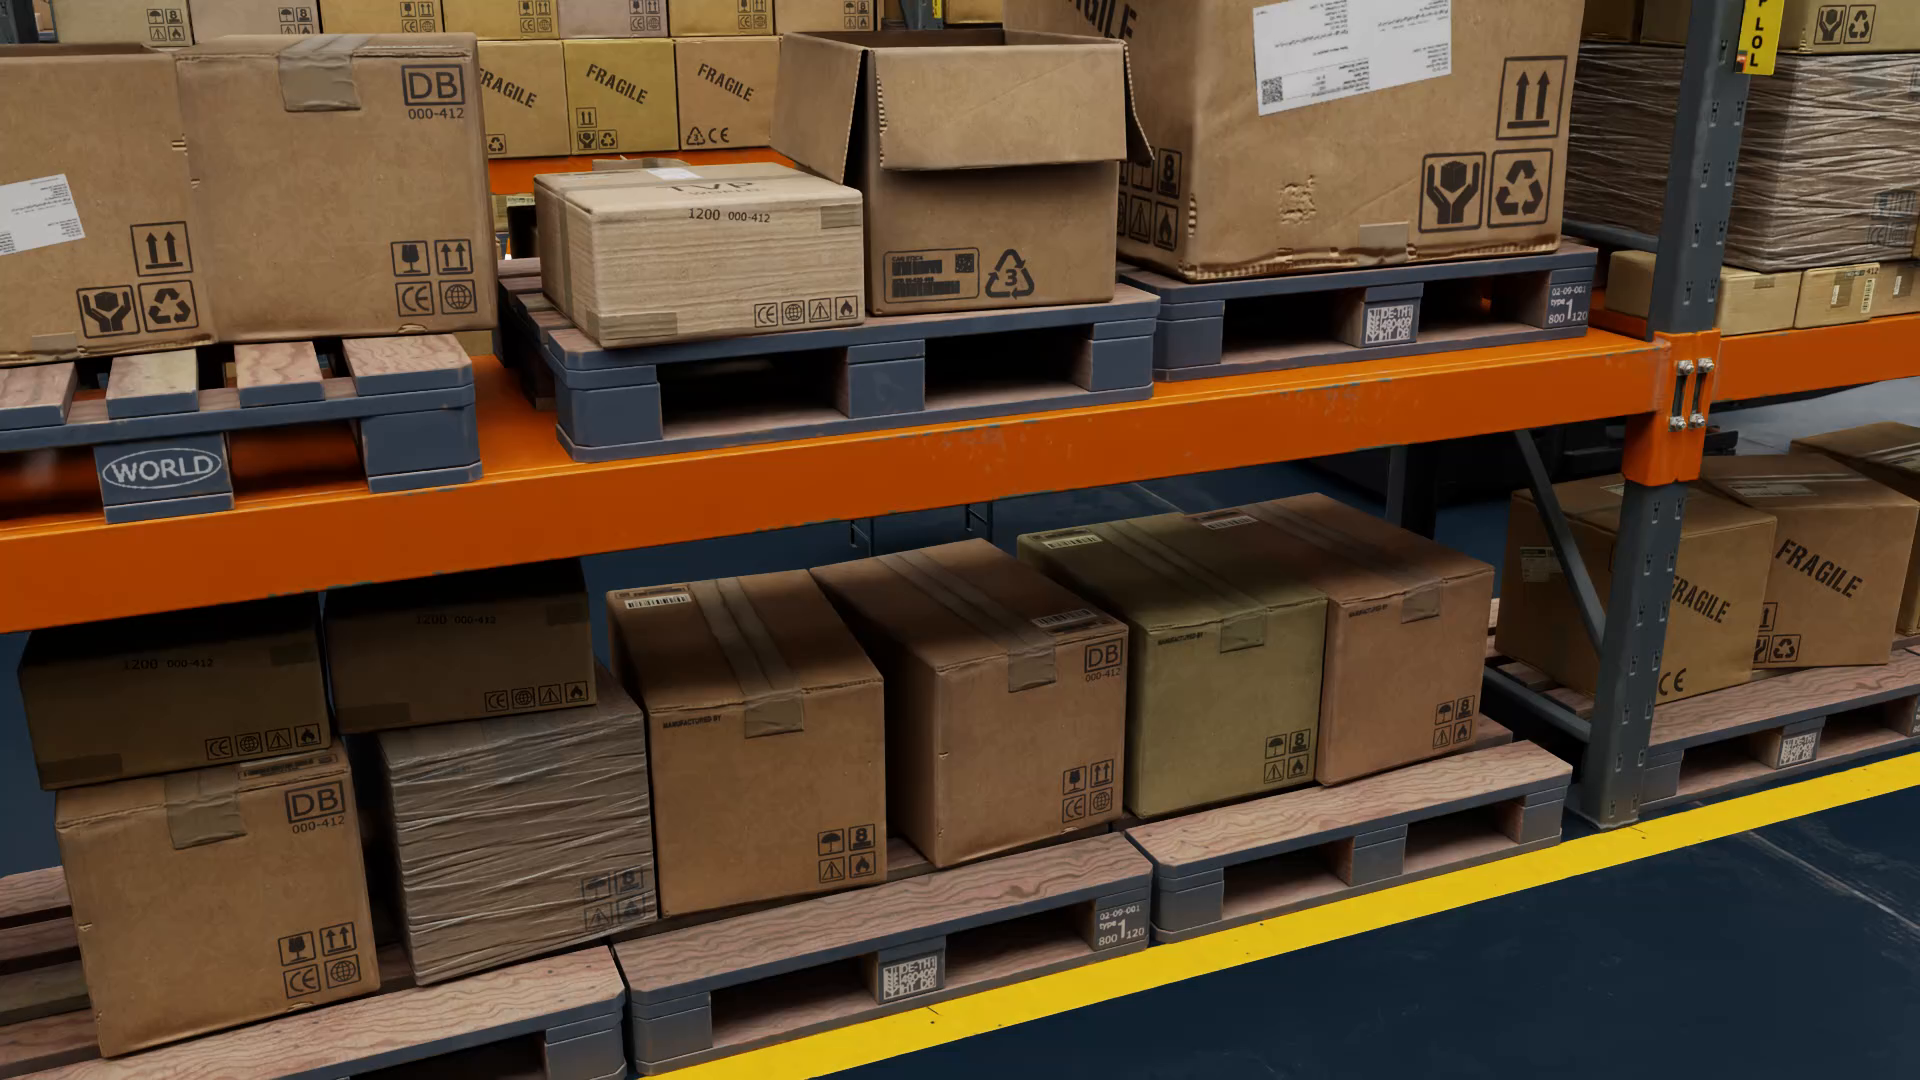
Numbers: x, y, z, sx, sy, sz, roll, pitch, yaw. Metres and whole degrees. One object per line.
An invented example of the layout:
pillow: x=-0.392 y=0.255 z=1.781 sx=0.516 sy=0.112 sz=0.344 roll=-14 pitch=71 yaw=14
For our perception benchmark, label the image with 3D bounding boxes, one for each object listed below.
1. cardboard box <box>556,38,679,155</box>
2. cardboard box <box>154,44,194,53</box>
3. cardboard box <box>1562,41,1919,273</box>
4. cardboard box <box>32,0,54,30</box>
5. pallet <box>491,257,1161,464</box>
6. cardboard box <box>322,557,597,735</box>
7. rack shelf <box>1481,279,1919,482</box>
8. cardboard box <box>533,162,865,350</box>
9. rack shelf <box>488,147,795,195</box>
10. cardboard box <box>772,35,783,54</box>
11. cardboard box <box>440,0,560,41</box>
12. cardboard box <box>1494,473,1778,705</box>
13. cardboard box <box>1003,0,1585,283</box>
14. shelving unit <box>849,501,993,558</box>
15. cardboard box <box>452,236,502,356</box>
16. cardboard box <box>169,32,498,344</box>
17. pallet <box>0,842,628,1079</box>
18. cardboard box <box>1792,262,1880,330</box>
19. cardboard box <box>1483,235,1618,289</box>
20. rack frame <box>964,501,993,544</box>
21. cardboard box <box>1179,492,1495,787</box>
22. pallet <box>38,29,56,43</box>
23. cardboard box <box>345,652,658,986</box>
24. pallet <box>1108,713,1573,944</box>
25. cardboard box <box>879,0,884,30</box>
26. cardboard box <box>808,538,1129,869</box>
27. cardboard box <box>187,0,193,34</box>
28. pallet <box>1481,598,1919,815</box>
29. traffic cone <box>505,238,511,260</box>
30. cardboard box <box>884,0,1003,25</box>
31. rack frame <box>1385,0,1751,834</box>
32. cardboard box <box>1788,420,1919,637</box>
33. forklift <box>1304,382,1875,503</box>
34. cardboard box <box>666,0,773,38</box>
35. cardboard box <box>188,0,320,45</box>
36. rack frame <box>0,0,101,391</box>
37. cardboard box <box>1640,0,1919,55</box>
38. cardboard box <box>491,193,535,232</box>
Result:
cardboard box: x=-1.638 y=-2.098 z=7.814 sx=0.500 sy=0.500 sz=0.500 roll=-8 pitch=21 yaw=-21
cardboard box: x=-3.490 y=-1.832 z=7.058 sx=0.500 sy=0.500 sz=0.500 roll=-8 pitch=21 yaw=-21
cardboard box: x=1.973 y=-1.036 z=4.350 sx=0.500 sy=0.500 sz=0.875 roll=-8 pitch=21 yaw=-22
cardboard box: x=-8.567 y=-5.043 z=15.544 sx=0.500 sy=0.500 sz=0.500 roll=-7 pitch=21 yaw=-19
pallet: x=-0.336 y=-0.465 z=3.614 sx=1.213 sy=0.211 sz=1.003 roll=-8 pitch=21 yaw=-22
cardboard box: x=-1.051 y=0.165 z=3.508 sx=0.500 sy=0.250 sz=0.500 roll=-6 pitch=20 yaw=-16
rack shelf: x=3.372 y=-0.732 z=5.168 sx=4.000 sy=0.370 sz=1.077 roll=-8 pitch=21 yaw=-22
cardboard box: x=-0.508 y=-0.560 z=3.189 sx=0.500 sy=0.250 sz=0.500 roll=-9 pitch=21 yaw=-23
rack shelf: x=-2.173 y=-1.732 z=8.007 sx=4.000 sy=0.370 sz=1.077 roll=-8 pitch=21 yaw=-22
cardboard box: x=-0.710 y=-2.231 z=8.192 sx=0.500 sy=0.500 sz=0.500 roll=-8 pitch=21 yaw=-22
cardboard box: x=-2.190 y=-2.585 z=7.692 sx=0.500 sy=0.500 sz=0.700 roll=-8 pitch=21 yaw=-22
cardboard box: x=1.918 y=0.132 z=4.762 sx=0.500 sy=0.500 sz=0.500 roll=-9 pitch=21 yaw=-24
cardboard box: x=0.750 y=-1.228 z=3.957 sx=1.000 sy=1.000 sz=1.000 roll=-8 pitch=21 yaw=-22
shelving unit: x=-0.152 y=-0.544 z=6.261 sx=0.503 sy=1.200 sz=0.258 roll=-8 pitch=21 yaw=-22
cardboard box: x=-2.613 y=-1.114 z=7.924 sx=0.750 sy=0.750 sz=1.050 roll=-8 pitch=21 yaw=-21
cardboard box: x=-1.185 y=-0.715 z=3.252 sx=0.500 sy=0.500 sz=0.700 roll=-5 pitch=20 yaw=-14
pallet: x=-1.420 y=0.931 z=3.561 sx=1.213 sy=0.211 sz=1.003 roll=-8 pitch=21 yaw=-22
cardboard box: x=2.086 y=-0.655 z=4.245 sx=0.250 sy=0.149 sz=0.380 roll=-8 pitch=21 yaw=-22
cardboard box: x=1.616 y=-0.808 z=4.678 sx=0.250 sy=0.149 sz=0.380 roll=-8 pitch=21 yaw=-22
rack frame: x=0.072 y=-0.576 z=6.352 sx=0.015 sy=1.200 sz=0.240 roll=-8 pitch=21 yaw=-22
cardboard box: x=0.963 y=0.237 z=4.433 sx=0.500 sy=0.500 sz=0.700 roll=-10 pitch=22 yaw=-26
pallet: x=-8.627 y=-4.616 z=15.406 sx=1.003 sy=0.211 sz=1.213 roll=-8 pitch=21 yaw=-22
cardboard box: x=-1.026 y=0.518 z=3.635 sx=0.500 sy=0.500 sz=0.700 roll=-10 pitch=22 yaw=-26
pallet: x=0.821 y=0.610 z=4.473 sx=1.213 sy=0.211 sz=1.003 roll=-8 pitch=21 yaw=-22
cardboard box: x=-0.502 y=-4.199 z=13.332 sx=0.500 sy=0.500 sz=0.500 roll=-8 pitch=21 yaw=-21
cardboard box: x=0.004 y=0.368 z=4.062 sx=0.500 sy=0.500 sz=0.700 roll=-10 pitch=22 yaw=-27
cardboard box: x=-5.082 y=-3.749 z=11.423 sx=0.500 sy=0.500 sz=0.500 roll=-7 pitch=21 yaw=-19
pallet: x=2.138 y=0.408 z=5.046 sx=1.213 sy=0.211 sz=1.003 roll=-8 pitch=21 yaw=-22
traffic cone: x=-2.844 y=-1.701 z=10.656 sx=0.334 sy=0.463 sz=0.336 roll=-8 pitch=21 yaw=-22
cardboard box: x=0.016 y=-2.952 z=8.539 sx=0.550 sy=0.550 sz=0.875 roll=-8 pitch=21 yaw=-22
rack frame: x=1.535 y=-0.808 z=4.302 sx=0.127 sy=3.000 sz=1.000 roll=-8 pitch=21 yaw=-22
cardboard box: x=2.980 y=-0.051 z=5.282 sx=0.500 sy=0.500 sz=0.500 roll=-10 pitch=22 yaw=-27
forklift: x=2.933 y=-1.843 z=7.343 sx=3.031 sy=2.935 sz=1.130 roll=-9 pitch=21 yaw=-23
cardboard box: x=-1.262 y=-2.718 z=8.068 sx=0.500 sy=0.500 sz=0.700 roll=-9 pitch=21 yaw=-23
cardboard box: x=-3.130 y=-2.450 z=7.307 sx=0.500 sy=0.500 sz=0.700 roll=-8 pitch=21 yaw=-23
rack frame: x=-4.010 y=-1.808 z=7.141 sx=0.127 sy=3.000 sz=1.000 roll=-8 pitch=21 yaw=-22
cardboard box: x=2.049 y=-1.449 z=4.018 sx=0.500 sy=0.500 sz=0.500 roll=-8 pitch=21 yaw=-22
cardboard box: x=-3.530 y=-2.624 z=12.782 sx=0.625 sy=0.372 sz=0.950 roll=-7 pitch=21 yaw=-19
